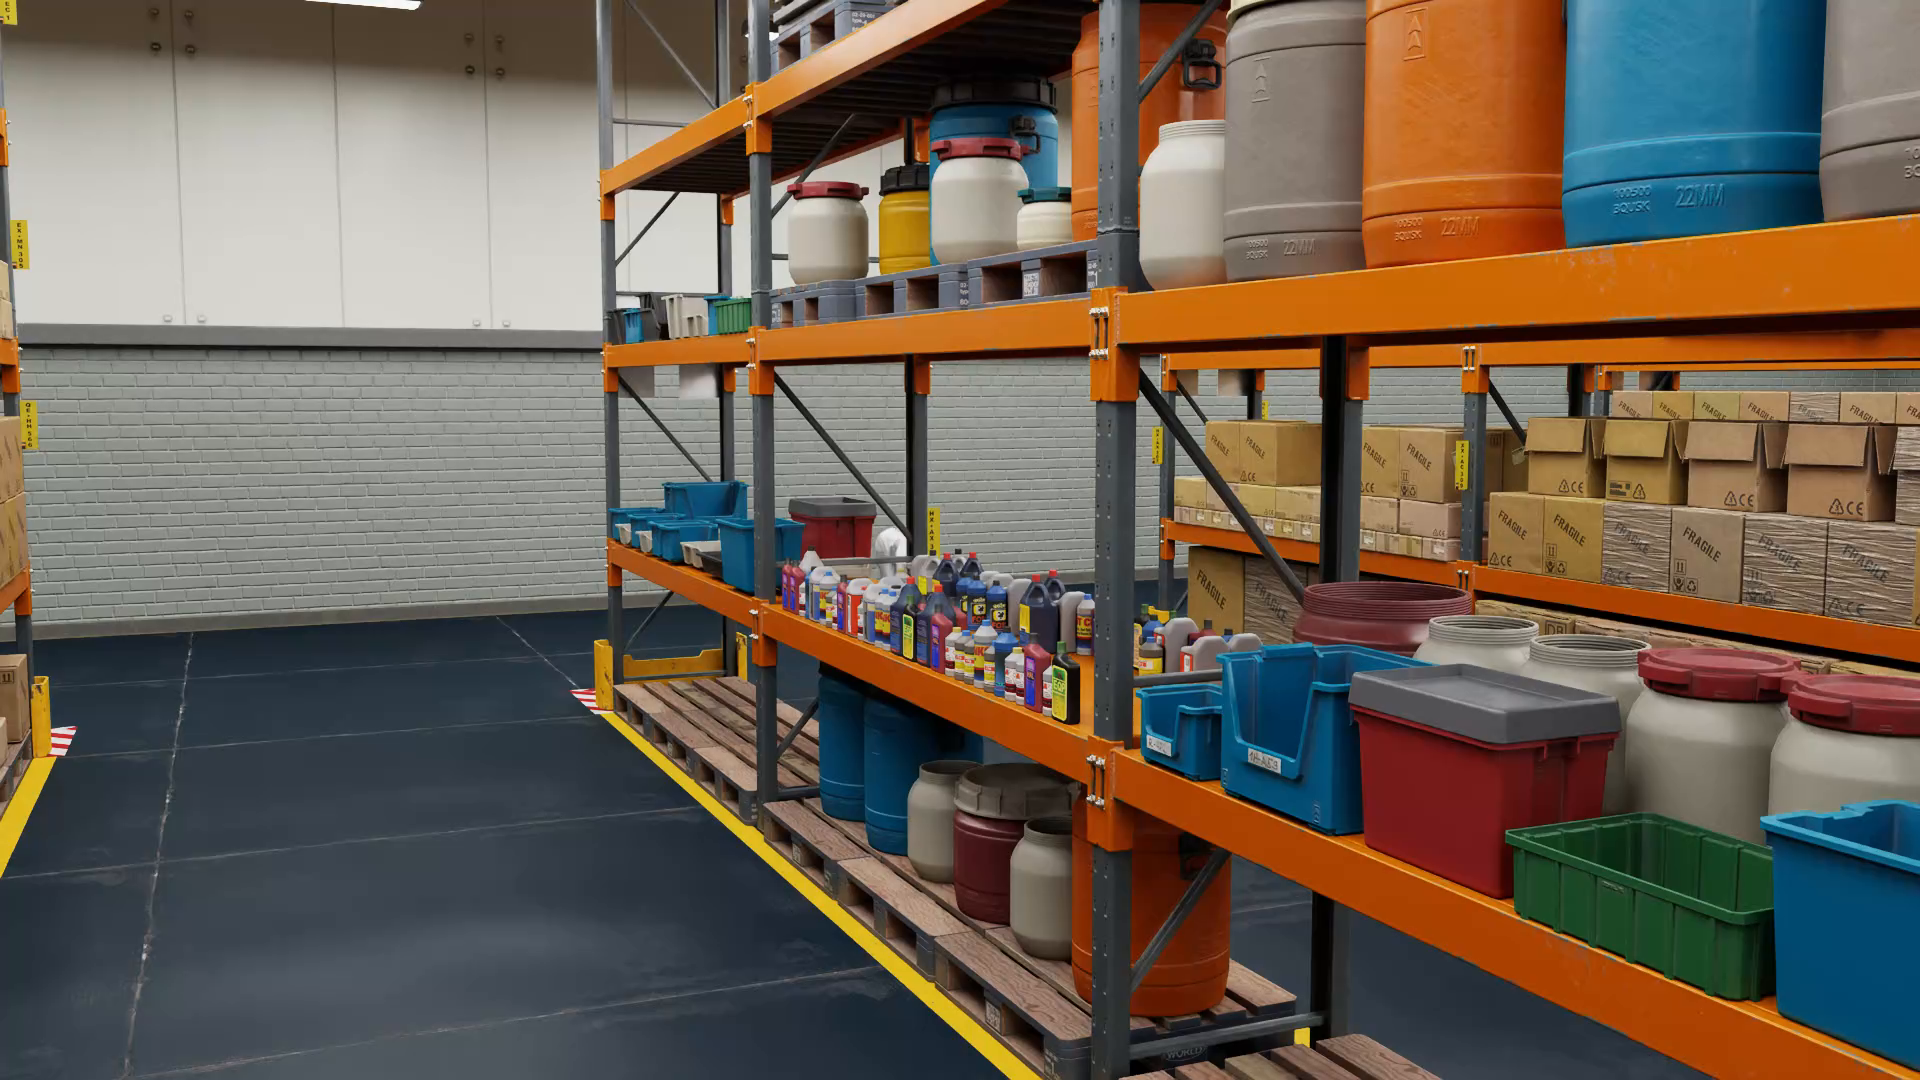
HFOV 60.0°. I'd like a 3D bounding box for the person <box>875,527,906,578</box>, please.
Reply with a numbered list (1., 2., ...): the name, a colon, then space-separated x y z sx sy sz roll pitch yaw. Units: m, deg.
1. person: -0.531 0.387 17.390 0.503 1.015 1.000 -3 6 -27
